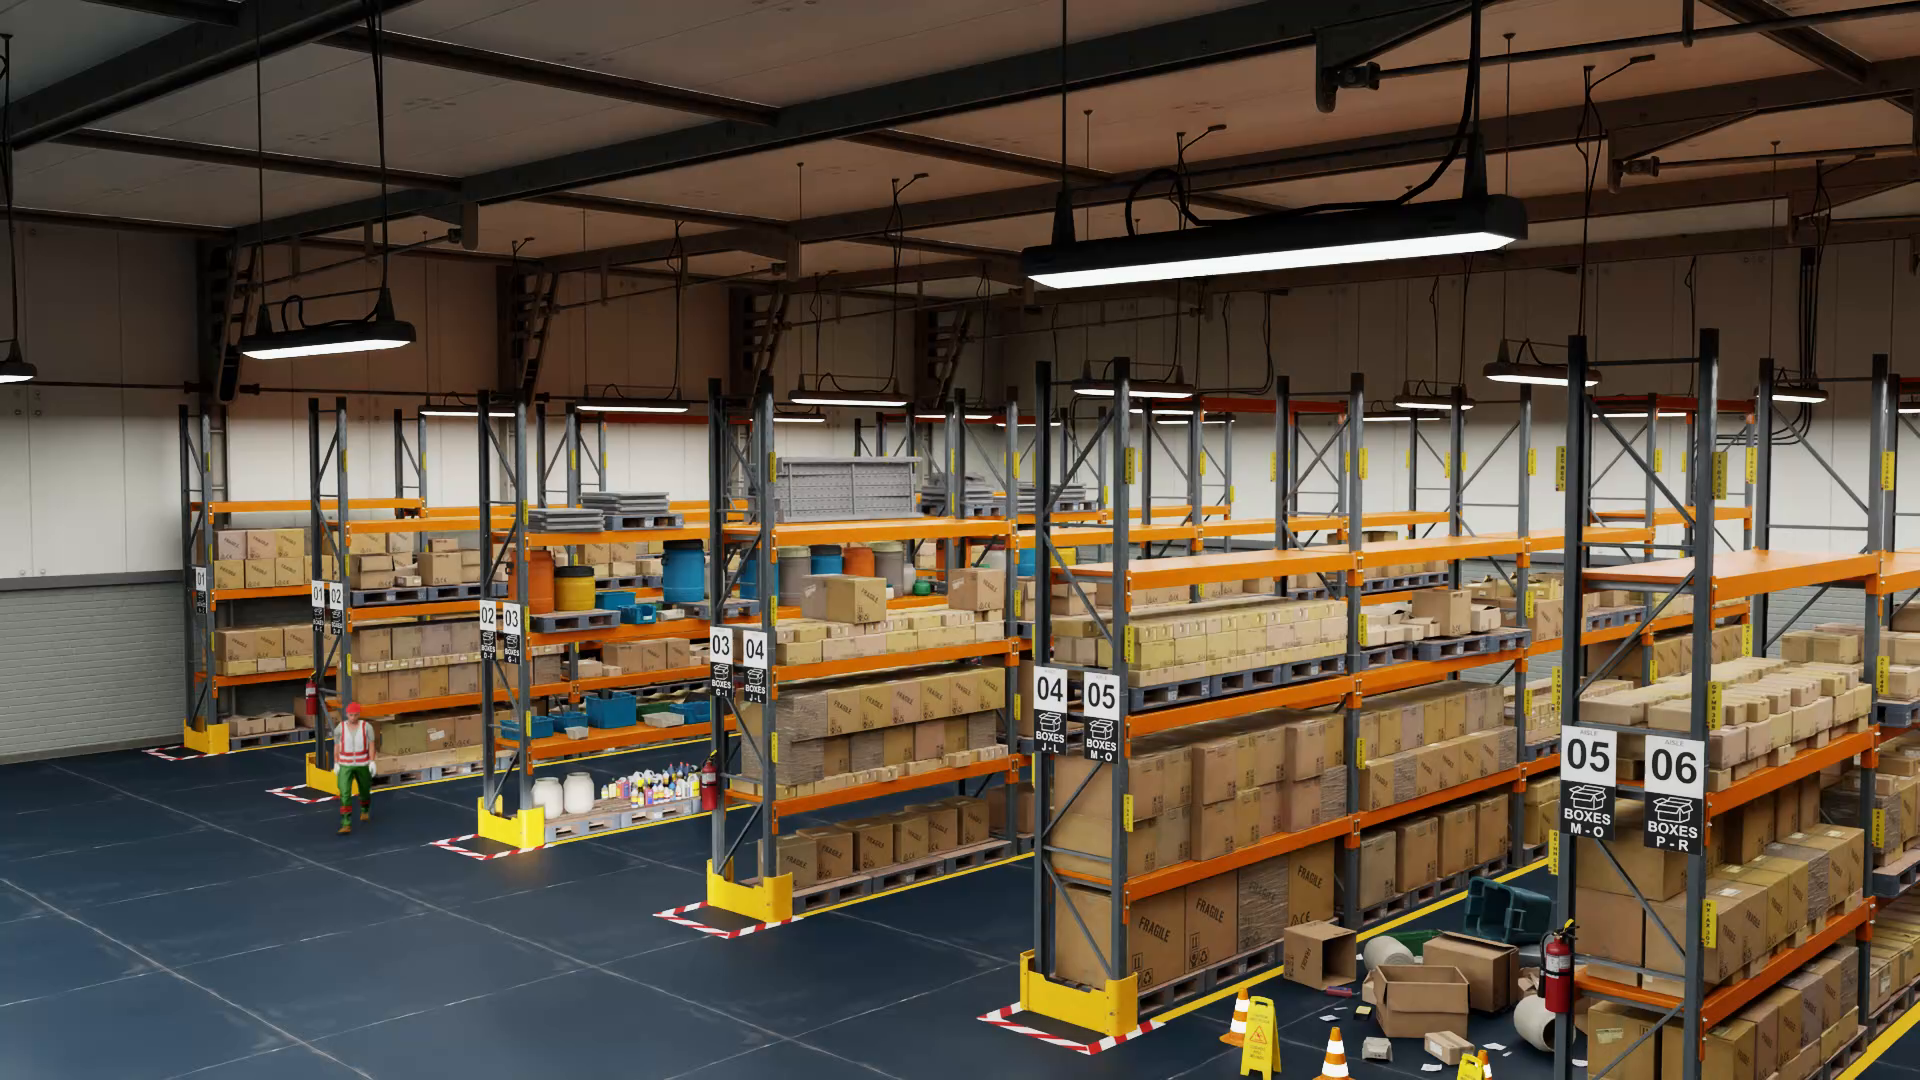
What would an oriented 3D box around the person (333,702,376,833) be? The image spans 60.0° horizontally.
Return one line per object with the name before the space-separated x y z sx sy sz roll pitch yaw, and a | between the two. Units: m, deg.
person | -8.320 3.089 22.862 0.547 1.754 0.917 -1 3 -25
